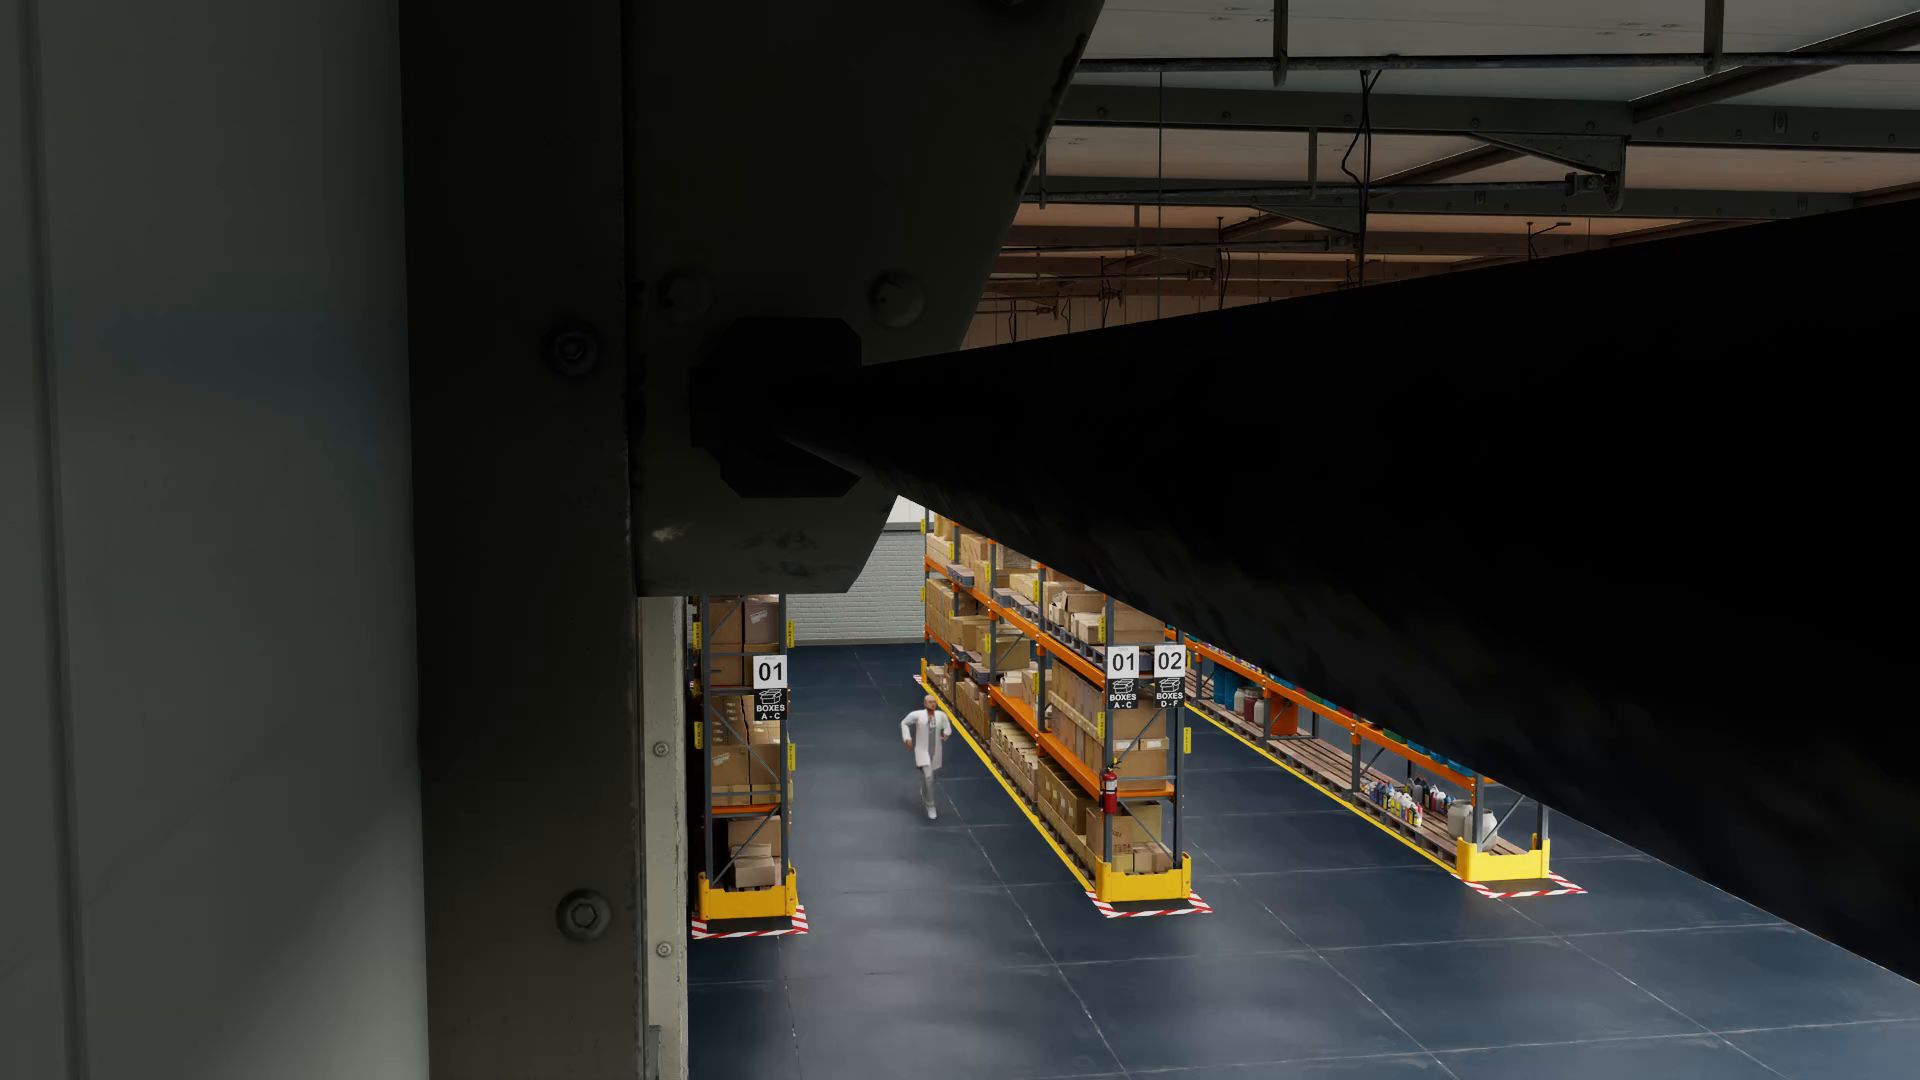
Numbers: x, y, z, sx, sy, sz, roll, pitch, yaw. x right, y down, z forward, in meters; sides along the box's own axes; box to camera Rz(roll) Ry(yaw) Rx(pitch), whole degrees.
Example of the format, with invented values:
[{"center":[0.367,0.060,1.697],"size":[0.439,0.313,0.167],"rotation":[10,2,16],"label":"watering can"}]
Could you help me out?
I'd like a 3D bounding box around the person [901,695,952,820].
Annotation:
[{"center":[-0.501,3.230,25.124],"size":[0.727,1.827,0.968],"rotation":[-2,5,-22],"label":"person"}]
